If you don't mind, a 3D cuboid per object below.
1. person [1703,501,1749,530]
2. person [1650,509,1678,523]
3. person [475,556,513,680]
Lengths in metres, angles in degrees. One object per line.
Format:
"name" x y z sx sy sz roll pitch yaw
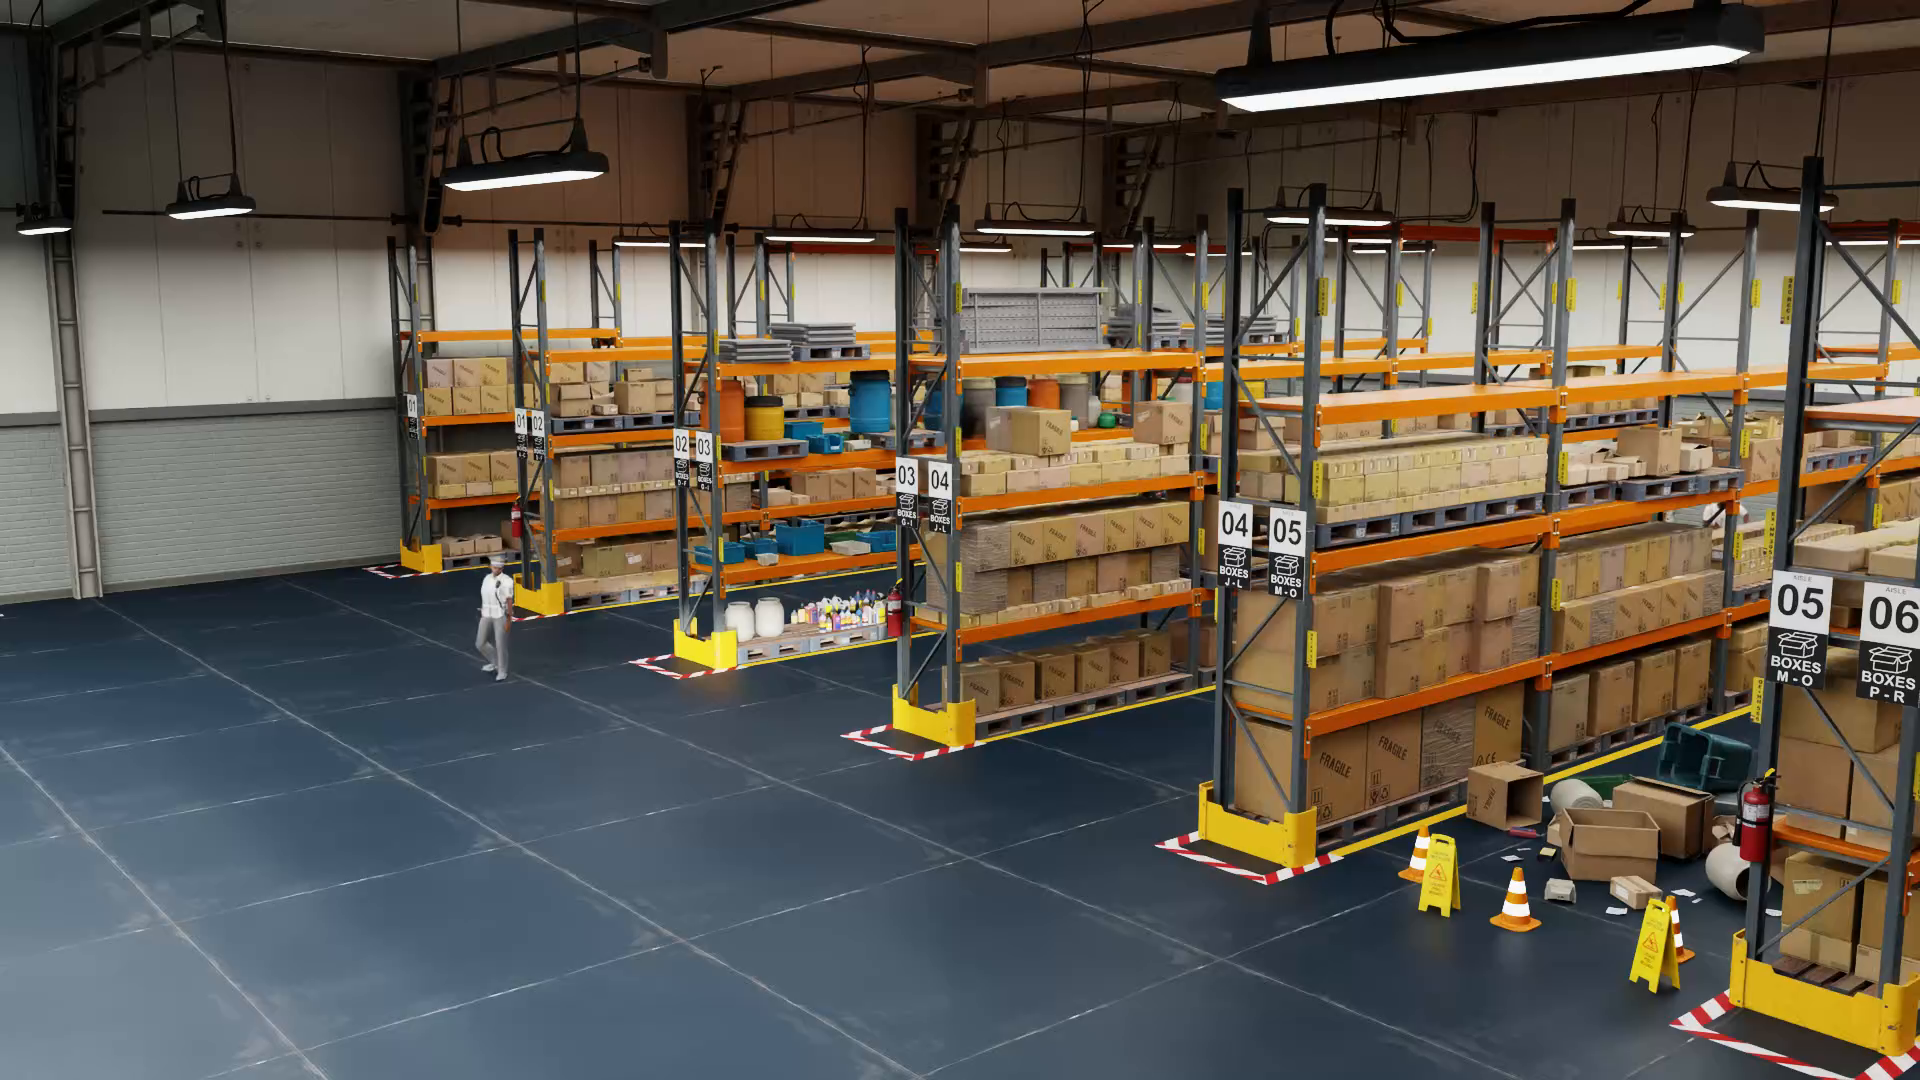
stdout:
"person" 12.979 -0.024 28.280 0.657 1.776 0.684 7 11 38
"person" 13.140 -0.412 31.193 0.615 1.658 1.058 -2 9 -13
"person" -6.086 1.010 21.771 0.575 1.656 0.447 3 9 18
